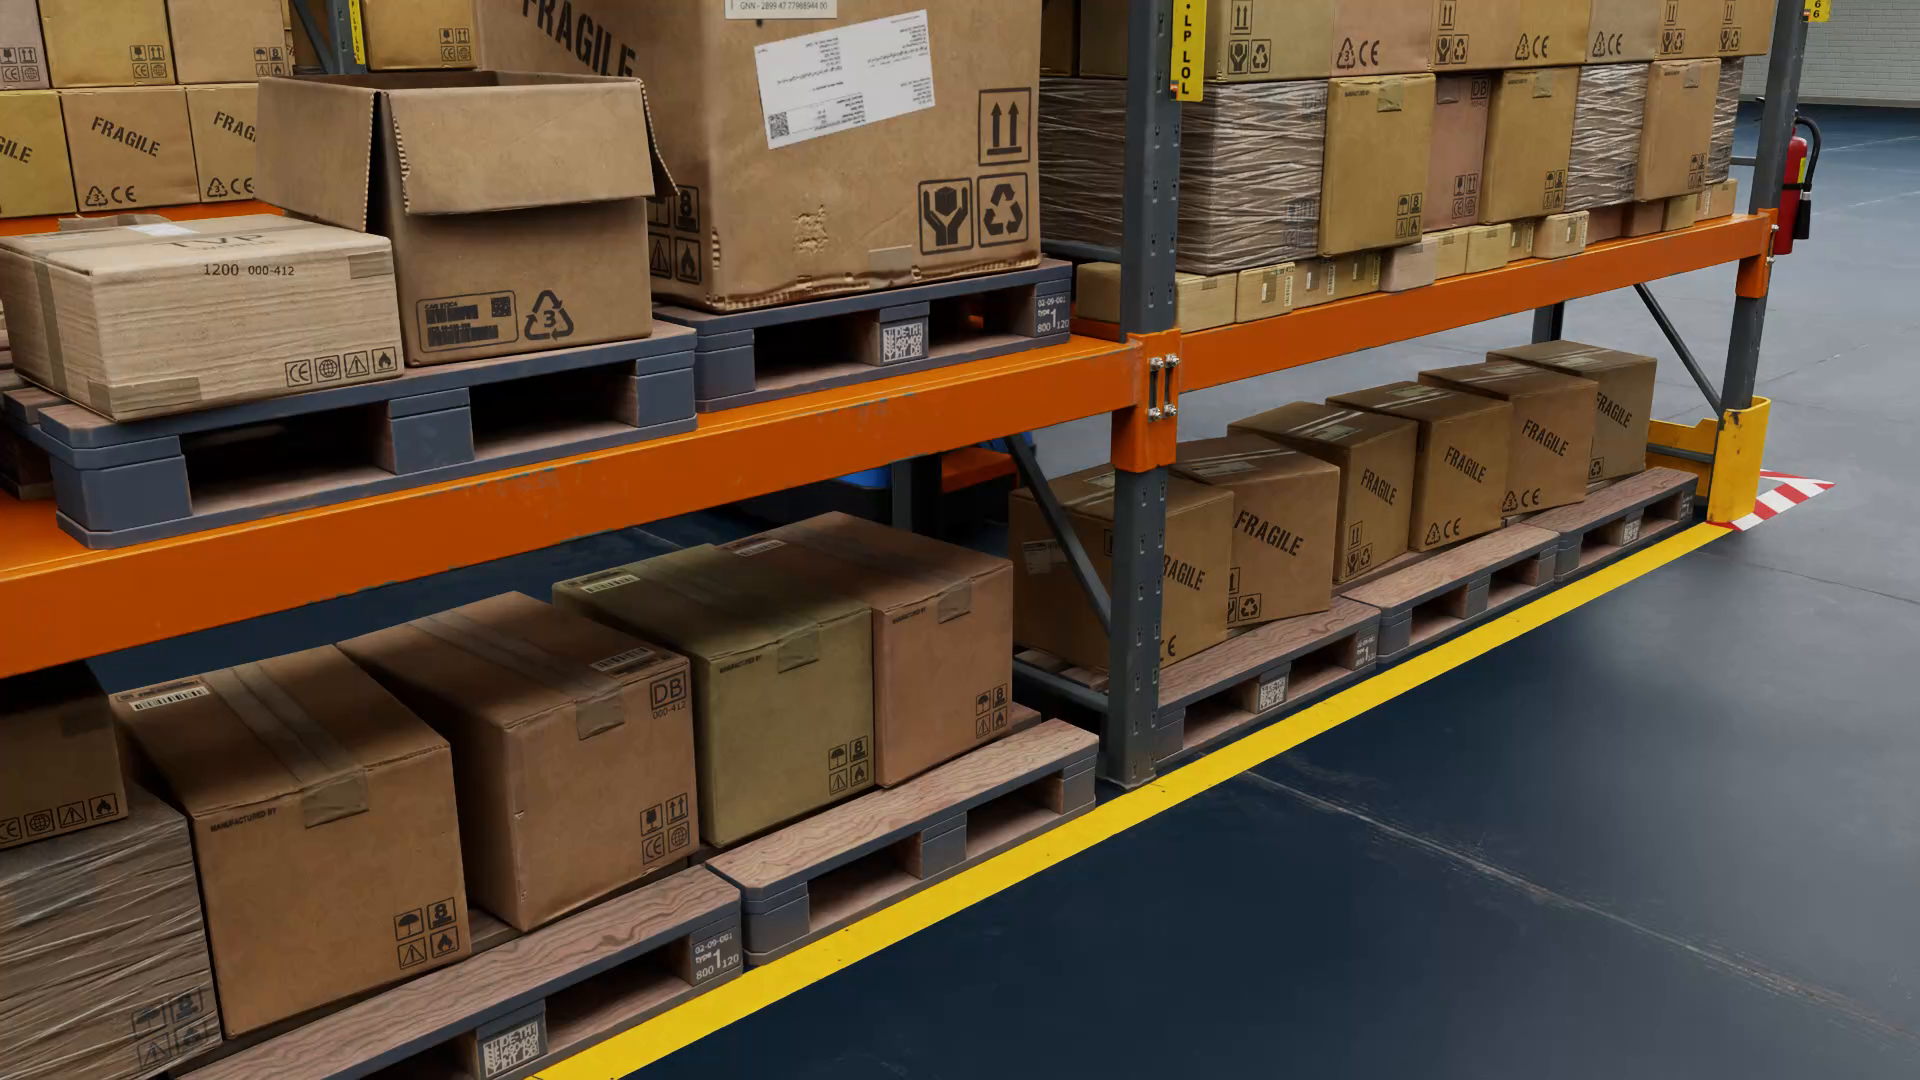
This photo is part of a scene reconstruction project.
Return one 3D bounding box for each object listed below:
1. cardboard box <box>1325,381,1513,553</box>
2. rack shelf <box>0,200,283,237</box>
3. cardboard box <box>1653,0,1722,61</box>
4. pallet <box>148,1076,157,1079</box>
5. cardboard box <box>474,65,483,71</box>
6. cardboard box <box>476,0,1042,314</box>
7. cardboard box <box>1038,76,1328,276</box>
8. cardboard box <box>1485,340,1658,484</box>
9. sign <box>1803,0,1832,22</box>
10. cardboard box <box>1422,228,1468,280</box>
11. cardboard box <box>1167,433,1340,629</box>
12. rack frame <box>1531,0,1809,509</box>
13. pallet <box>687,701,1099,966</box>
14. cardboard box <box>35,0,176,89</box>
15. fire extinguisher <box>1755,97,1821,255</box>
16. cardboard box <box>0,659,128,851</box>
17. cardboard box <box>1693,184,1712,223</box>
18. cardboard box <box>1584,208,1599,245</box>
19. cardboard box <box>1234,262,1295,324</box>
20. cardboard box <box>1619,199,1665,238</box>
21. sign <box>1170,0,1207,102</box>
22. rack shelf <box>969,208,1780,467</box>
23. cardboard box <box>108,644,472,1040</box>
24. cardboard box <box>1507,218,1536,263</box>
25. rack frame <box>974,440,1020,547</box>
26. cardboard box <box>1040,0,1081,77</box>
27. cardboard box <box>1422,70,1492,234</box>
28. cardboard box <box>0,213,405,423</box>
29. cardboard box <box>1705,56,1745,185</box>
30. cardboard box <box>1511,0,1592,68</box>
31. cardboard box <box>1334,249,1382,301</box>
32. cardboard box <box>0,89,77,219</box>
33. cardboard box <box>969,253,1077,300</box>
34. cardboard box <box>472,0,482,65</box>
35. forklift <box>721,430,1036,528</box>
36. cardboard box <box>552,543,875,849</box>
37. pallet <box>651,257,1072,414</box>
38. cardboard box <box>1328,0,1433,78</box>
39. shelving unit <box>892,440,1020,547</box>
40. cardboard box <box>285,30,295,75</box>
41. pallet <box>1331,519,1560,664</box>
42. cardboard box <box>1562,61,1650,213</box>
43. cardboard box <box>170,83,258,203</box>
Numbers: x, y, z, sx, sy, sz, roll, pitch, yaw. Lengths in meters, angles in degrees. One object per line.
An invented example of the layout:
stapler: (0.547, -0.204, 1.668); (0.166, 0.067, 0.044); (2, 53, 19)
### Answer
cardboard box: (1.744, -0.295, 6.402); (0.500, 0.500, 0.500); (-14, 22, -36)
rack shelf: (-4.606, -1.195, 6.972); (4.000, 0.370, 1.077); (-16, 24, -41)
cardboard box: (2.499, -2.061, 6.211); (0.500, 0.500, 0.500); (-16, 24, -41)
pallet: (-2.156, 1.181, 2.999); (1.213, 0.211, 1.003); (-16, 24, -41)
cardboard box: (-2.508, -2.234, 8.769); (0.550, 0.550, 0.875); (-16, 24, -41)
cardboard box: (-0.492, -1.176, 4.094); (1.000, 1.000, 1.000); (-16, 24, -40)
cardboard box: (0.551, -1.098, 4.864); (0.500, 0.500, 0.875); (-16, 24, -41)
cardboard box: (2.623, -0.557, 7.212); (0.500, 0.500, 0.500); (-11, 21, -31)
sign: (3.455, -2.248, 6.664); (0.005, 0.325, 0.100); (-16, 24, -41)
cardboard box: (1.436, -0.957, 5.479); (0.250, 0.149, 0.380); (-16, 24, -41)
cardboard box: (0.911, -0.037, 5.608); (0.500, 0.500, 0.500); (-8, 20, -24)
rack frame: (3.088, -1.675, 7.288); (0.127, 3.000, 1.000); (-16, 24, -41)
pallet: (-0.383, 0.664, 4.594); (1.213, 0.211, 1.003); (-16, 24, -41)
cardboard box: (-3.882, -2.268, 7.332); (0.500, 0.500, 0.700); (-17, 24, -42)
fire extinguisher: (3.488, -1.559, 7.056); (0.183, 0.674, 0.296); (-16, 24, -41)
cardboard box: (-1.880, 0.380, 3.074); (0.500, 0.250, 0.500); (-13, 22, -35)
cardboard box: (2.841, -1.396, 6.835); (0.250, 0.149, 0.380); (-16, 24, -41)
cardboard box: (2.126, -1.180, 6.169); (0.250, 0.149, 0.380); (-16, 24, -41)
cardboard box: (0.735, -0.736, 4.799); (0.250, 0.149, 0.380); (-16, 24, -41)
cardboard box: (2.502, -1.282, 6.483); (0.250, 0.149, 0.380); (-16, 24, -41)
sign: (0.566, -1.255, 4.114); (0.005, 0.325, 0.100); (-16, 24, -41)
rack shelf: (1.635, -0.909, 6.092); (4.000, 0.370, 1.077); (-16, 24, -41)
cardboard box: (-1.450, 0.611, 3.576); (0.500, 0.500, 0.700); (-14, 23, -36)
cardboard box: (1.776, -1.070, 5.829); (0.250, 0.149, 0.380); (-16, 24, -41)
rack frame: (0.153, -0.559, 6.764); (0.240, 1.200, 0.015); (16, 24, 40)
cardboard box: (0.320, -1.649, 4.943); (0.500, 0.500, 0.500); (-16, 24, -41)
cardboard box: (1.233, -1.325, 5.563); (0.500, 0.500, 0.875); (-16, 24, -41)
cardboard box: (-1.349, -0.412, 2.954); (0.500, 0.250, 0.500); (17, 25, 42)
cardboard box: (2.670, -1.754, 6.886); (0.500, 0.500, 0.875); (-16, 24, -41)
cardboard box: (1.765, -1.851, 5.565); (0.500, 0.500, 0.500); (-16, 24, -41)
cardboard box: (1.073, -0.851, 5.152); (0.250, 0.149, 0.380); (-16, 24, -41)
cardboard box: (-4.082, -1.623, 6.966); (0.500, 0.500, 0.500); (-16, 24, -40)
cardboard box: (0.136, -0.820, 5.056); (0.250, 0.149, 0.380); (-16, 24, -41)
cardboard box: (-2.541, -2.759, 8.636); (0.550, 0.550, 0.875); (-16, 24, -41)
forklift: (-1.094, -1.722, 7.544); (3.031, 2.935, 1.130); (16, 24, 40)
cardboard box: (-0.639, 0.374, 4.306); (0.500, 0.500, 0.700); (-16, 24, -41)
pallet: (-0.473, -0.607, 4.304); (1.213, 0.211, 1.003); (-16, 24, -41)
cardboard box: (1.046, -1.637, 4.904); (0.500, 0.500, 0.500); (-16, 24, -41)
shelving unit: (-0.012, -0.504, 6.592); (0.258, 1.200, 0.503); (16, 24, 40)
cardboard box: (-5.040, -3.595, 12.564); (0.500, 0.500, 0.500); (-16, 24, -40)
pallet: (1.532, 0.089, 6.369); (1.213, 0.211, 1.003); (-16, 24, -41)
cardboard box: (1.996, -1.525, 6.180); (0.500, 0.500, 0.875); (-16, 24, -41)
cardboard box: (-3.348, -1.838, 7.627); (0.500, 0.500, 0.500); (-16, 24, -41)
